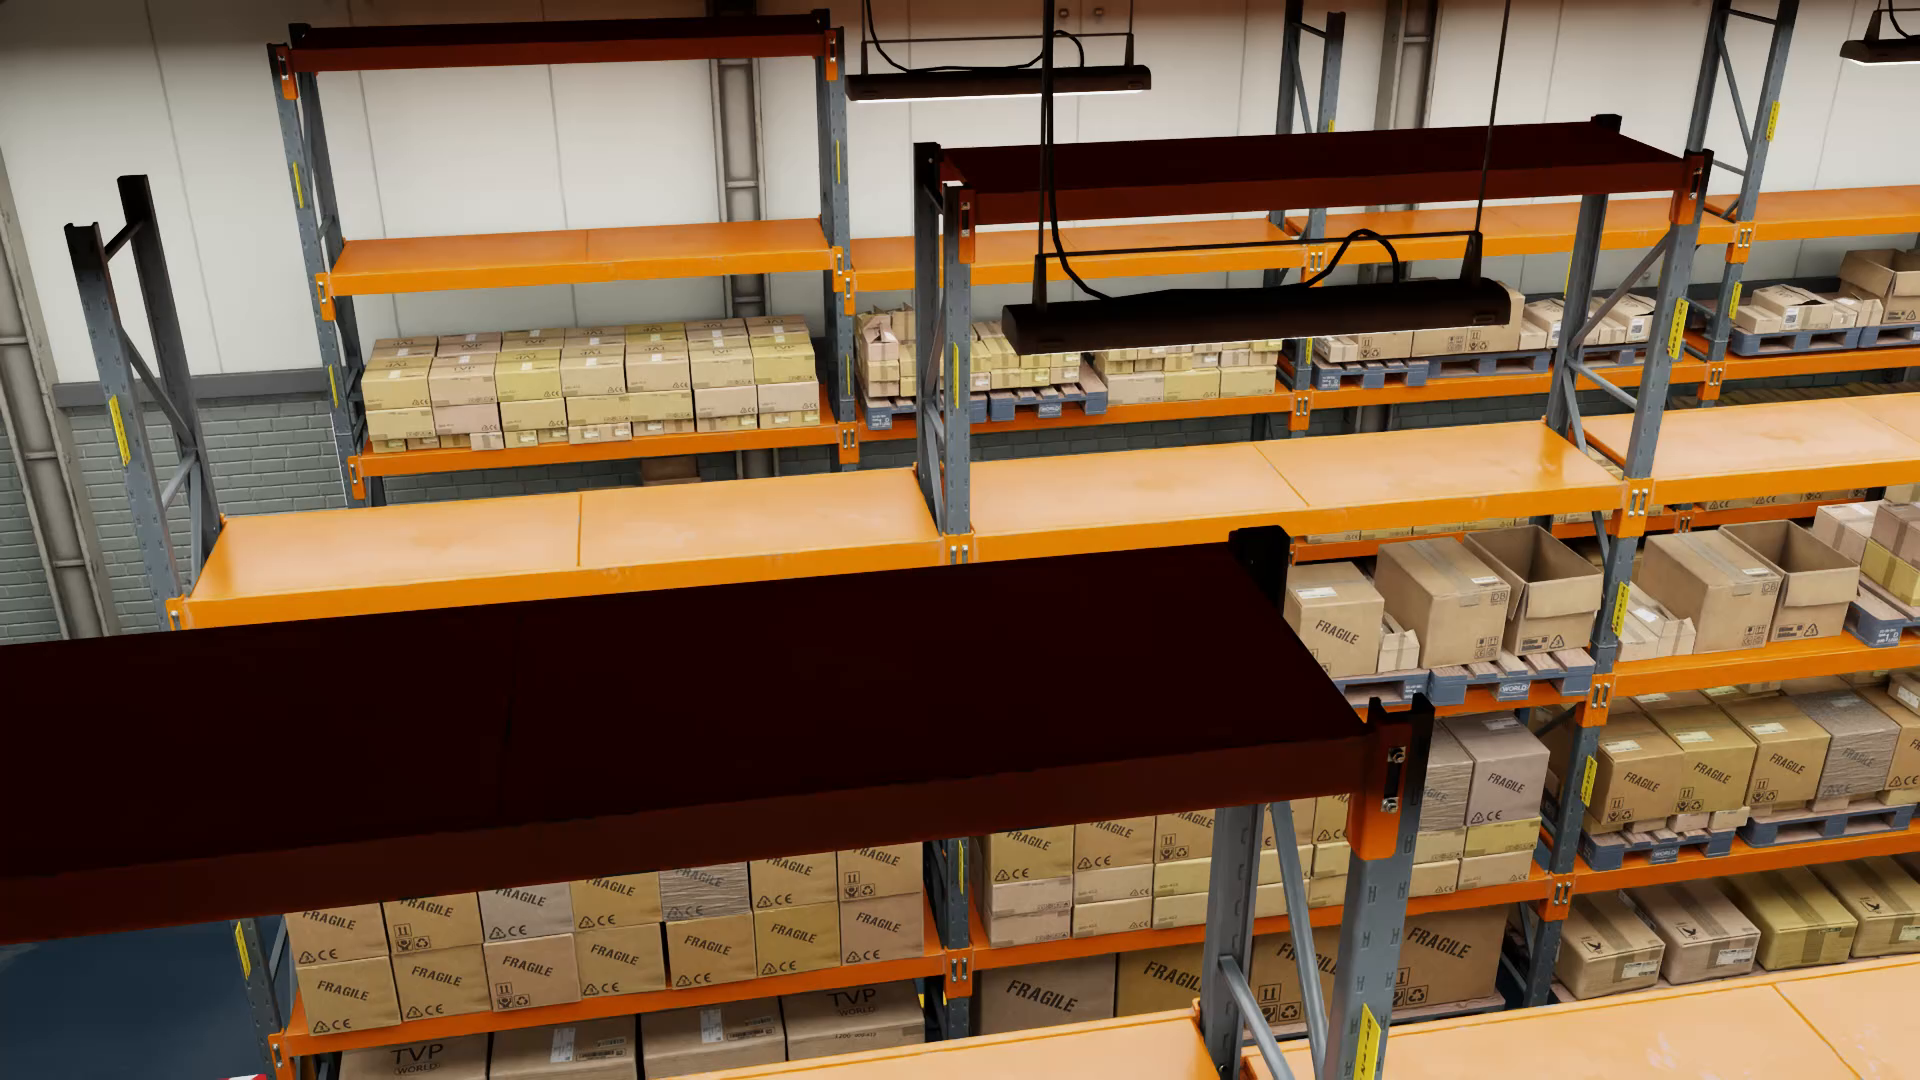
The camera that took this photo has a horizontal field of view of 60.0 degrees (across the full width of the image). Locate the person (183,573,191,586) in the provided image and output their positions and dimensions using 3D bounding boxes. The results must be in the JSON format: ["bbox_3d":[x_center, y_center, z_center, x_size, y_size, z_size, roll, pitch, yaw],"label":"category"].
[{"bbox_3d":[-6.447,0.974,14.366,0.481,1.662,0.828,-13,29,-24],"label":"person"}]
